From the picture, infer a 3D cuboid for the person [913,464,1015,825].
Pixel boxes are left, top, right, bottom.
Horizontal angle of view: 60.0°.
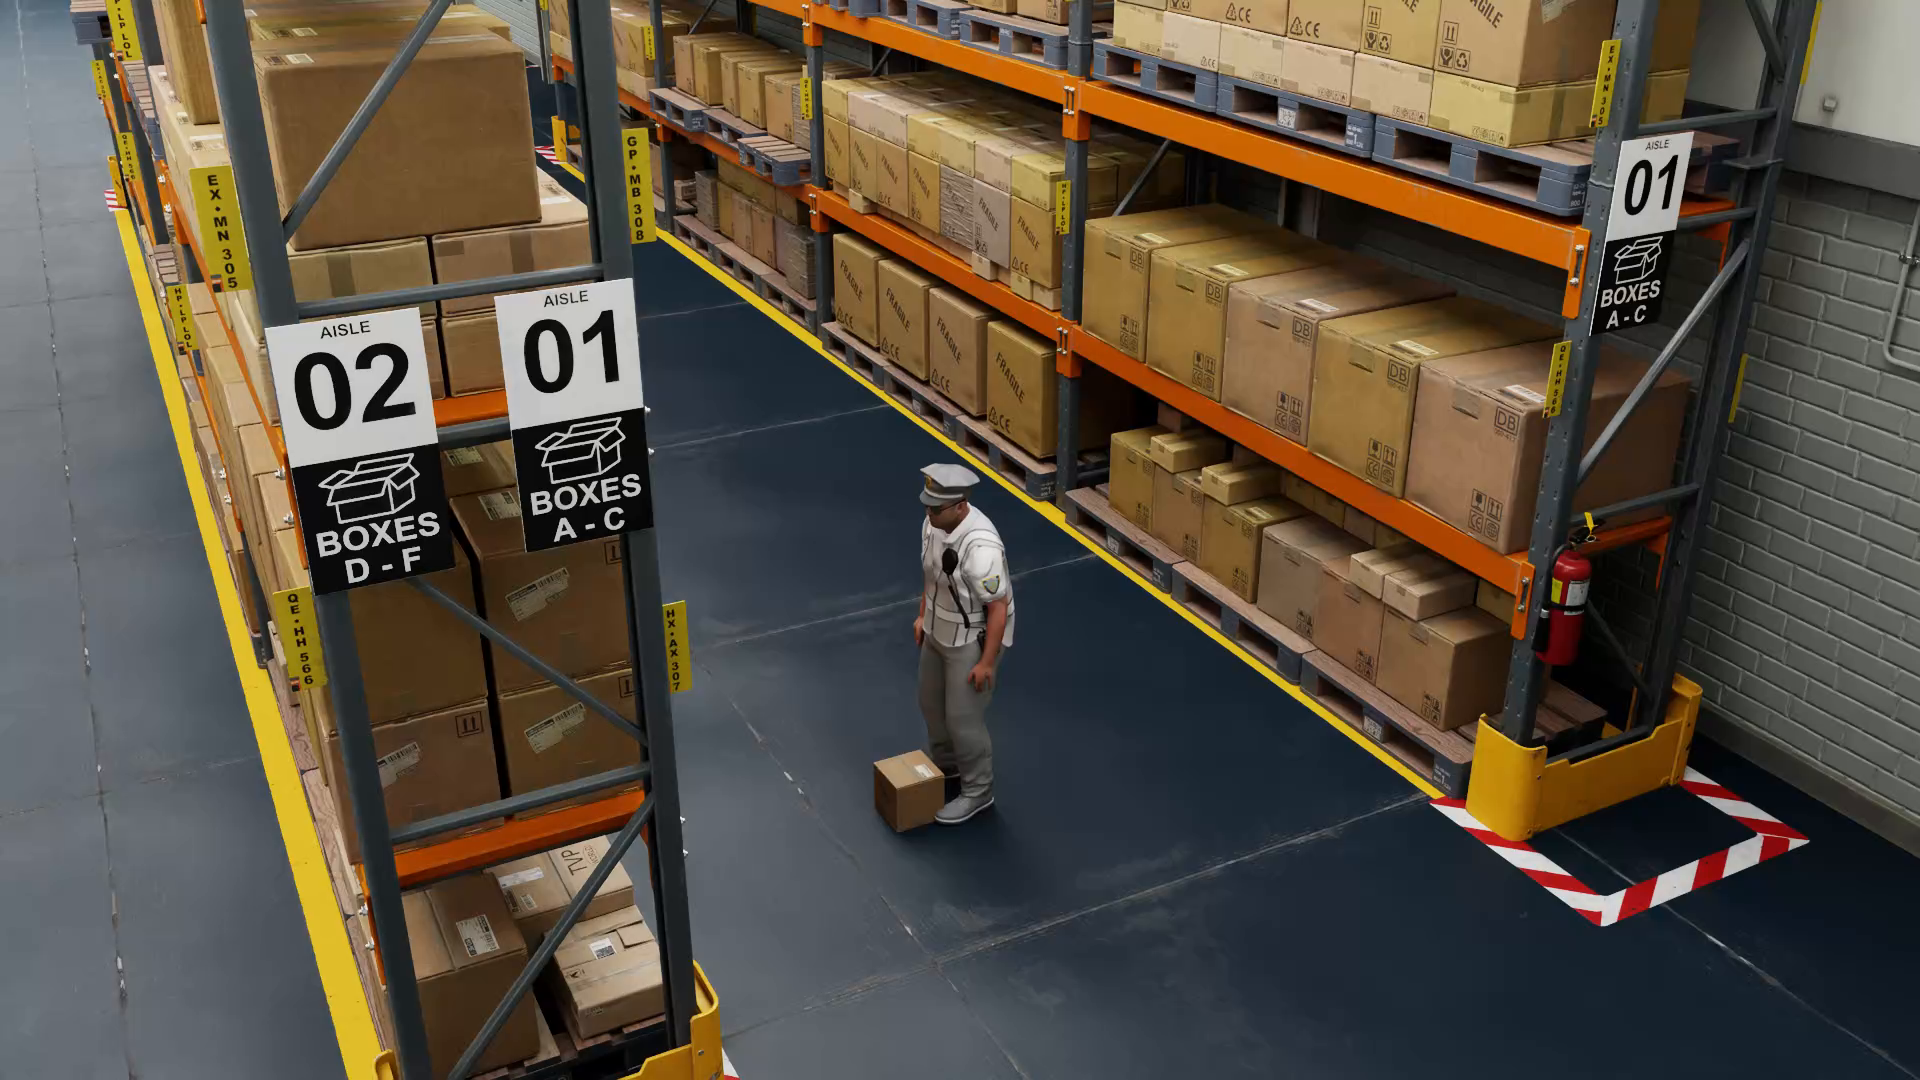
[{"bbox_3d":[0.003,0.450,7.651,0.436,1.748,0.606,-15,29,-28],"label":"person"}]
